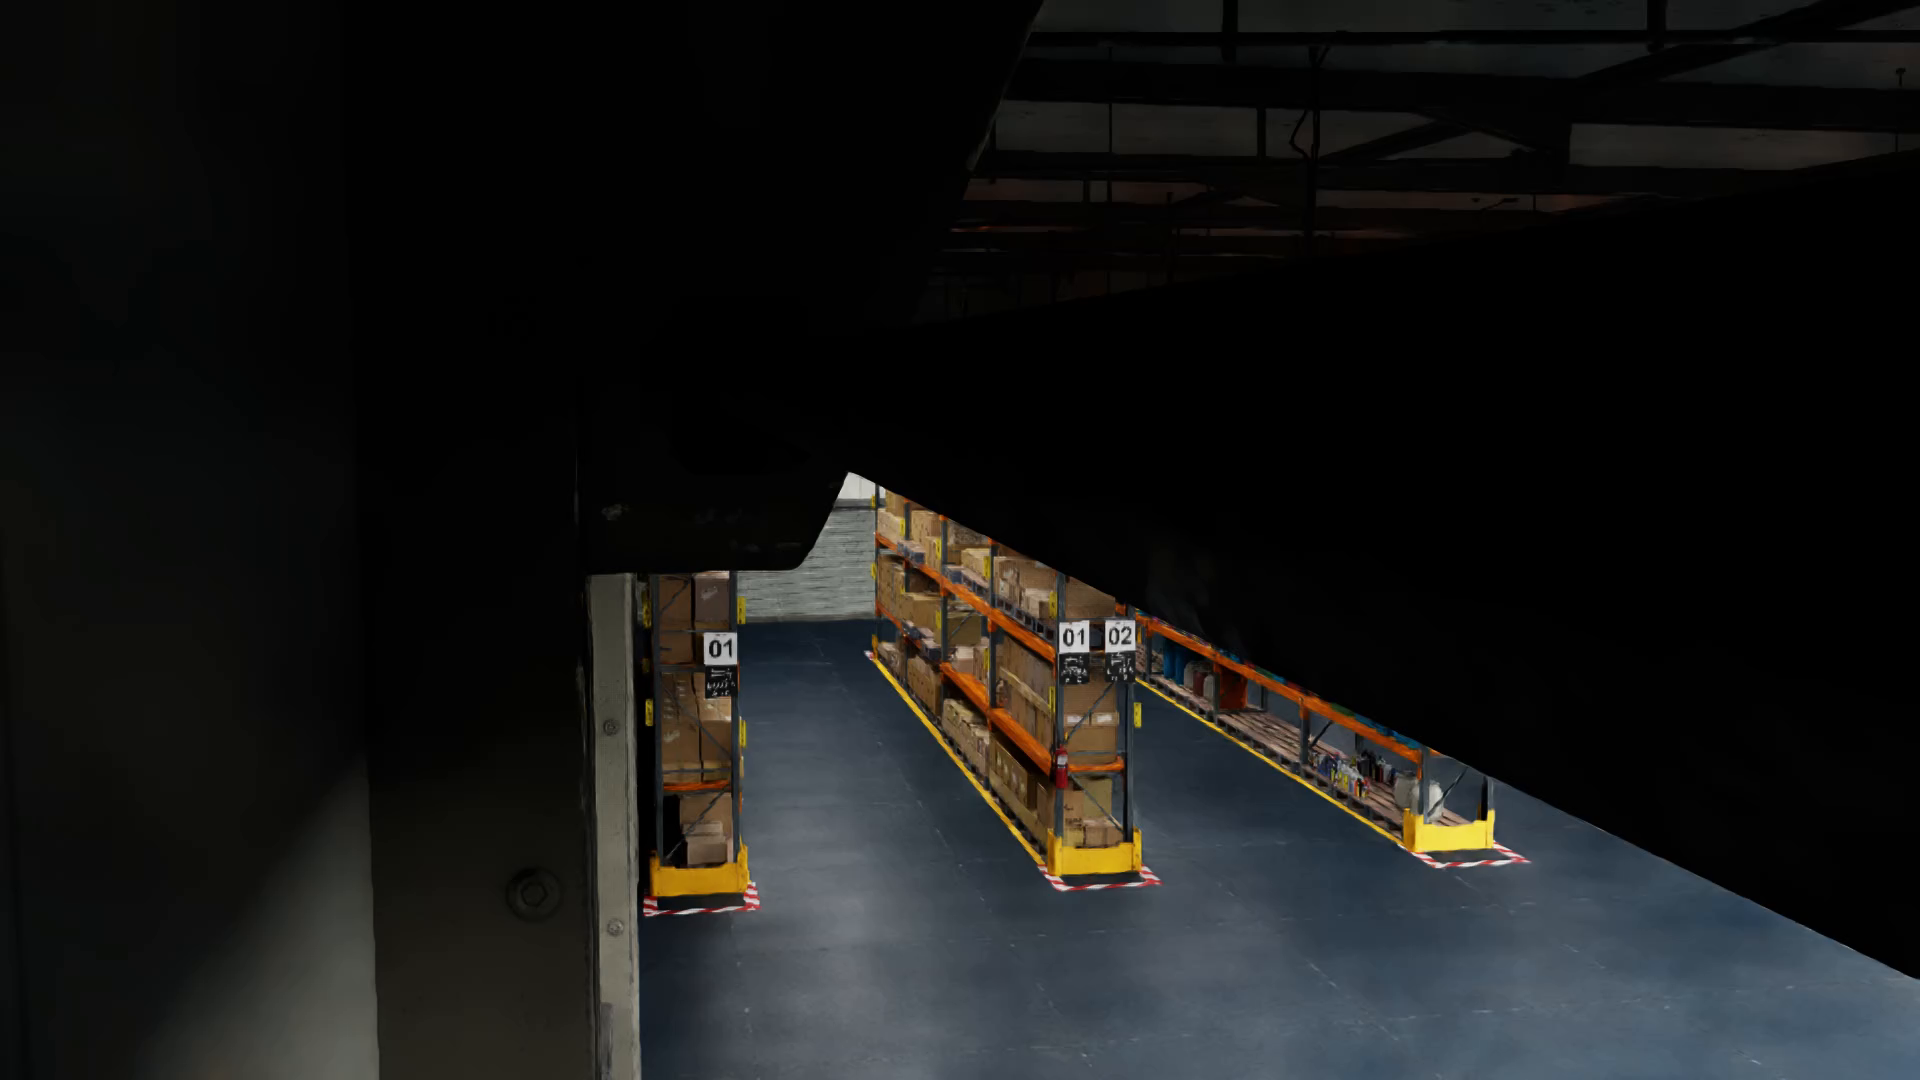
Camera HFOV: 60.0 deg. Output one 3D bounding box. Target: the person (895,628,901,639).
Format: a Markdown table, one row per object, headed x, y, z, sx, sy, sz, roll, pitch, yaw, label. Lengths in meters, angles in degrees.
| x | y | z | sx | sy | sz | roll | pitch | yaw | label |
| --- | --- | --- | --- | --- | --- | --- | --- | --- | --- |
| -1.220 | 1.629 | 37.754 | 0.497 | 1.677 | 0.503 | 3 | 6 | 24 | person |
